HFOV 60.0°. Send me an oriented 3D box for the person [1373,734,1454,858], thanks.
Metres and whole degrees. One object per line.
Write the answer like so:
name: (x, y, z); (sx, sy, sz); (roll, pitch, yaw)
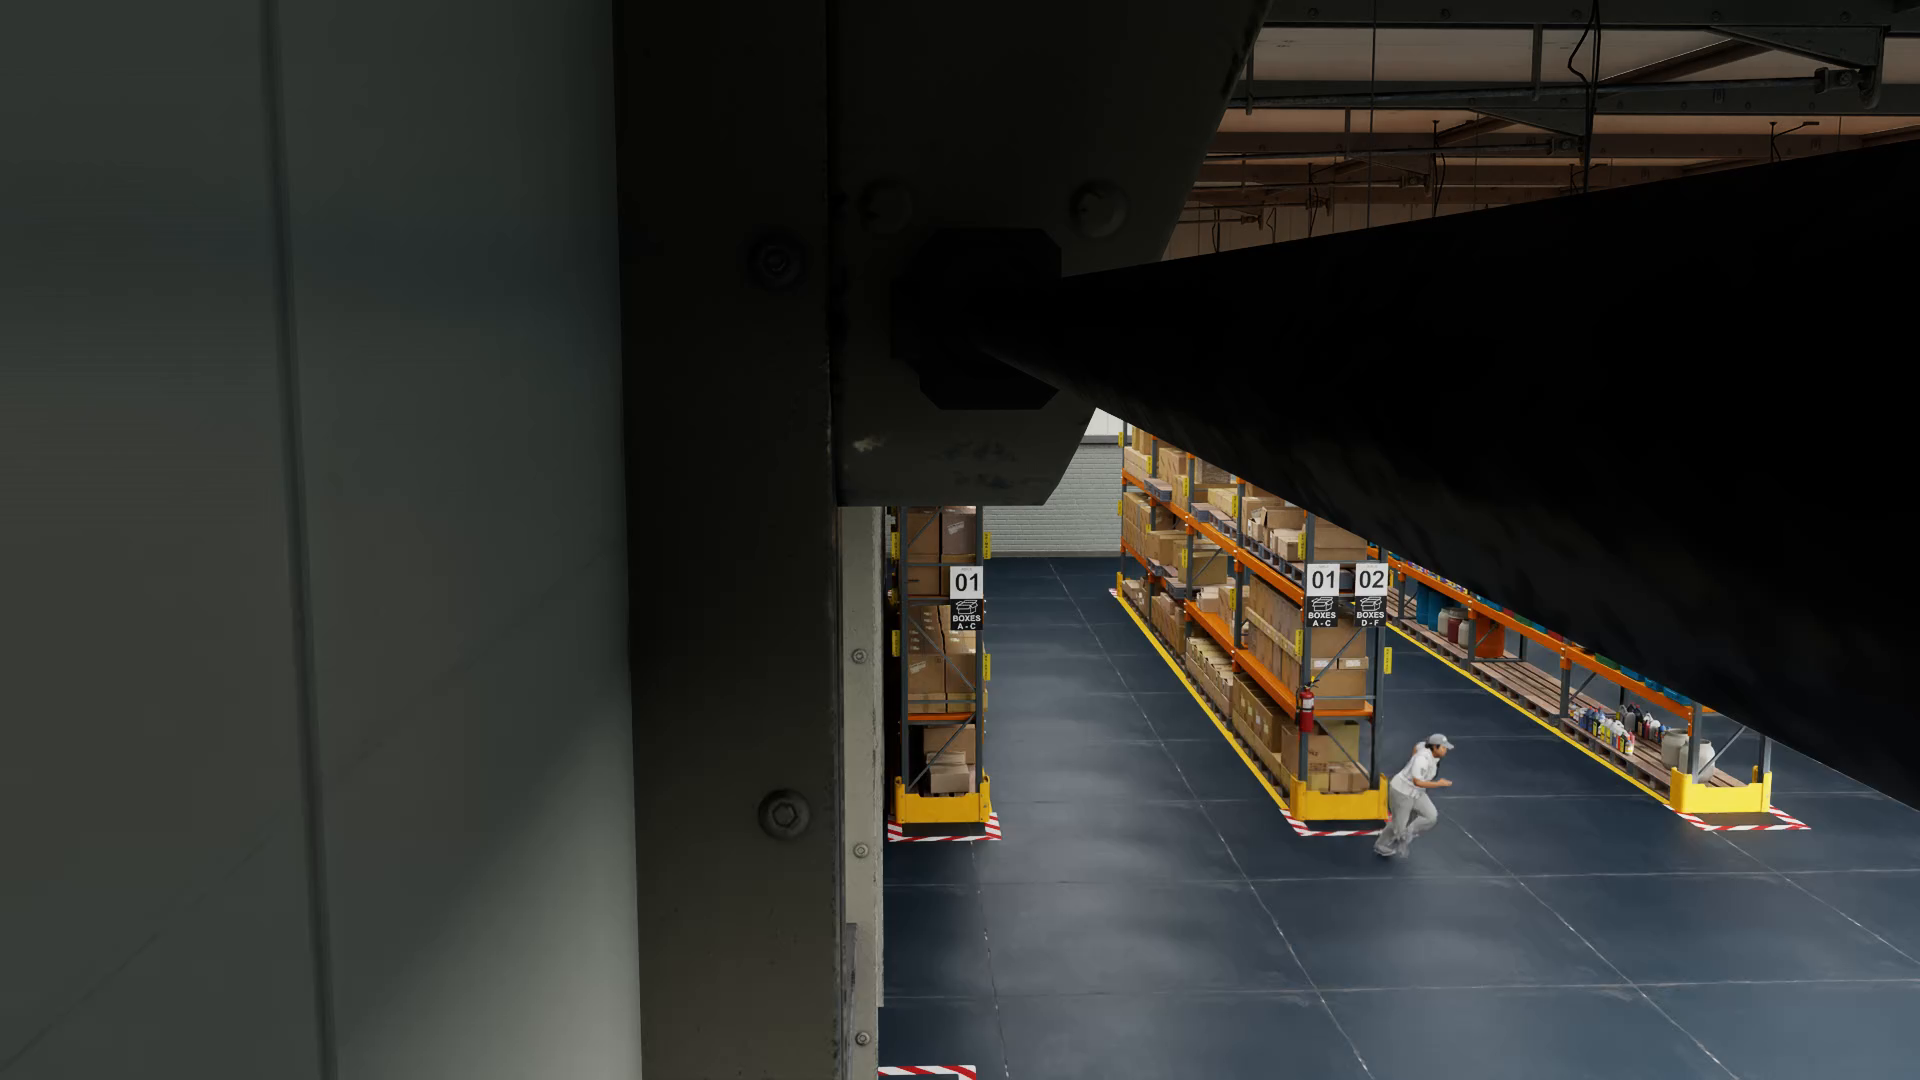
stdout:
person: (5.211, 2.917, 19.047); (0.887, 1.519, 0.634); (5, 10, 33)
